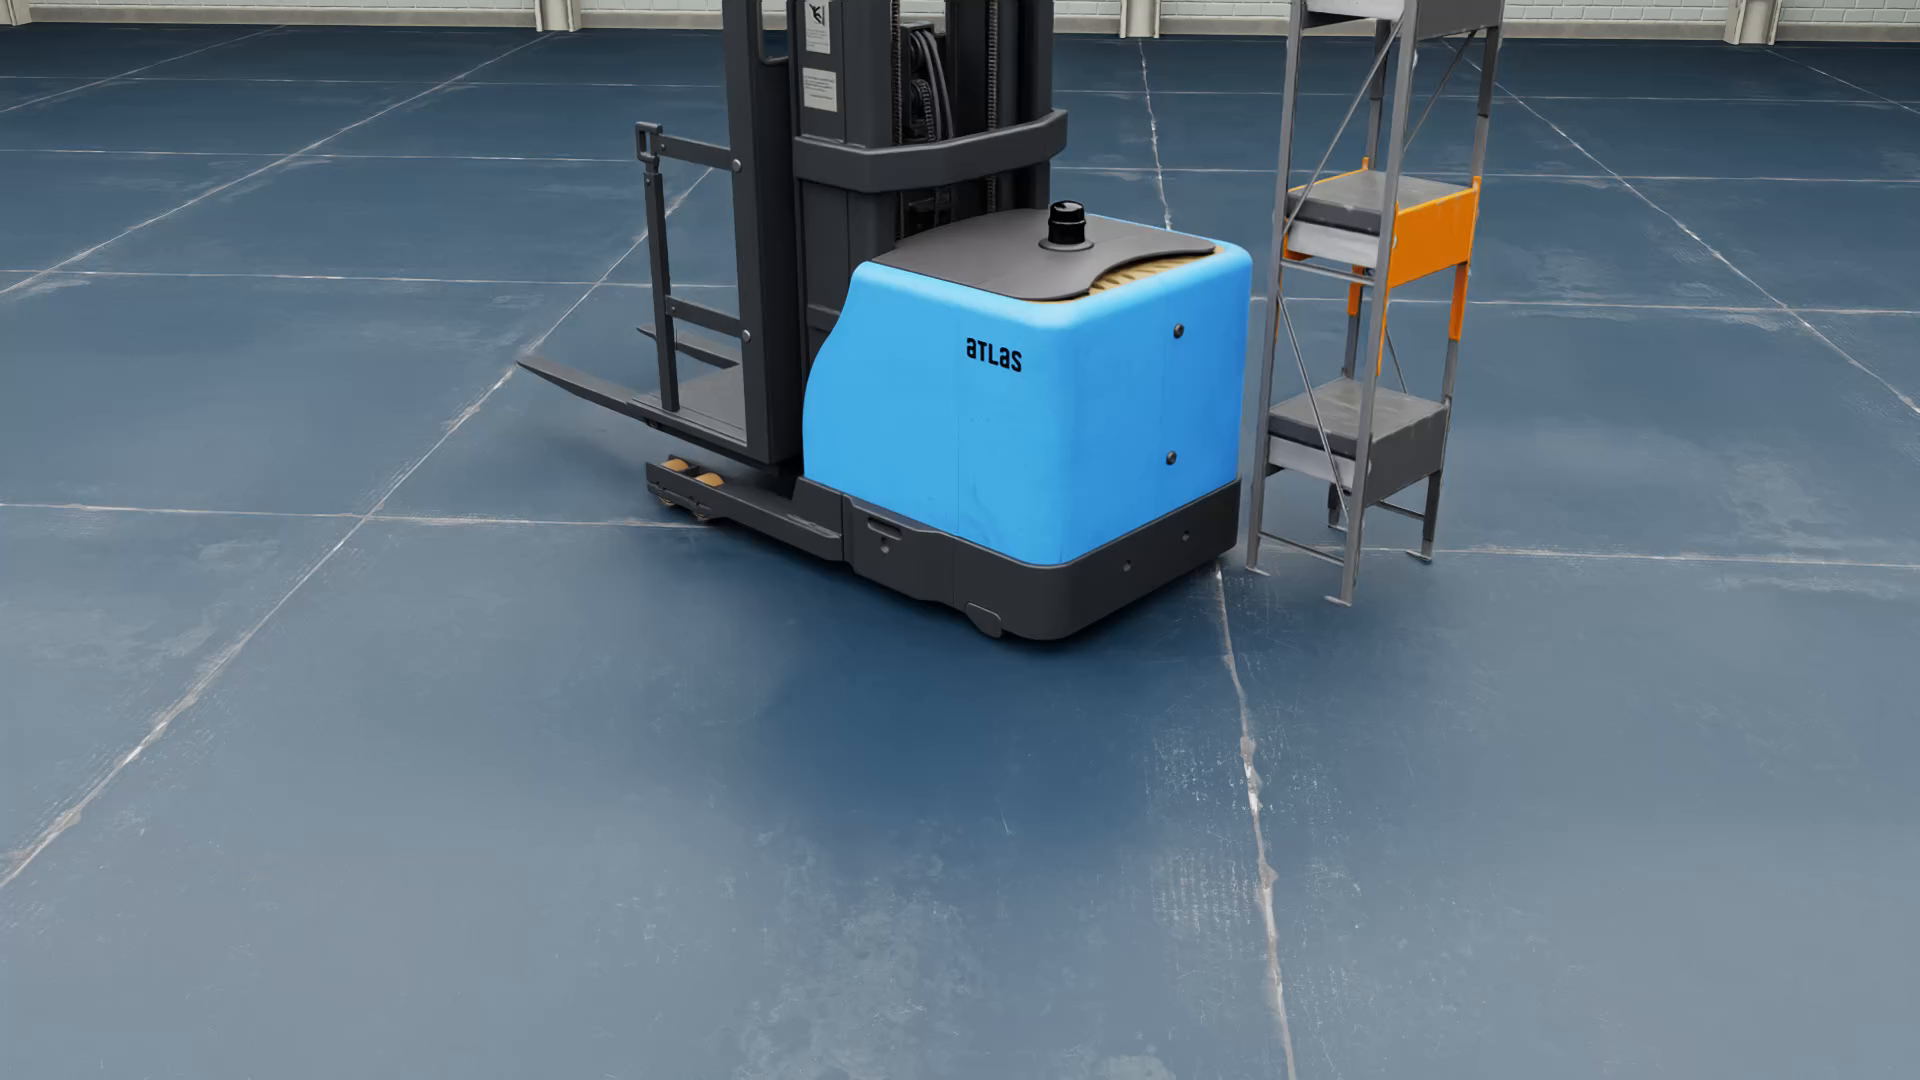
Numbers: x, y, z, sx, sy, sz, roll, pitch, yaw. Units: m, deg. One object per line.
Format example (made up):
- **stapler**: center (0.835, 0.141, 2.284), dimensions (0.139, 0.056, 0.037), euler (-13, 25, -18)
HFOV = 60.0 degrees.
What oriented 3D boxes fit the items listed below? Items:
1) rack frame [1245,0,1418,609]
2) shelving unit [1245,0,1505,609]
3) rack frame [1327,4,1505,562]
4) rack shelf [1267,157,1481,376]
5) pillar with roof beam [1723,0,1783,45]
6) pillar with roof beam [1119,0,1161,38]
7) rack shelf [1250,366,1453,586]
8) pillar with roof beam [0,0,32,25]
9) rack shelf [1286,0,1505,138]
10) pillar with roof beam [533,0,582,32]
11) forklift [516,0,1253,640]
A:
- **rack frame**: center (1.097, -0.797, 4.968), dimensions (0.400, 2.100, 0.015), euler (22, 33, 40)
- **shelving unit**: center (1.269, -0.869, 5.126), dimensions (0.431, 2.100, 0.503), euler (22, 33, 40)
- **rack frame**: center (1.440, -0.941, 5.283), dimensions (0.400, 2.100, 0.015), euler (22, 33, 40)
- **rack shelf**: center (1.269, -0.856, 5.131), dimensions (0.431, 0.518, 0.480), euler (22, 33, 40)
- **pillar with roof beam**: center (7.472, -7.222, 10.681), dimensions (0.400, 9.000, 9.100), euler (2, 25, 4)
- **pillar with roof beam**: center (1.489, -7.414, 11.098), dimensions (0.400, 9.000, 9.100), euler (2, 25, 4)
- **rack shelf**: center (1.268, -0.220, 5.424), dimensions (0.431, 0.518, 0.480), euler (22, 33, 40)
- **pillar with roof beam**: center (-10.475, -7.798, 11.932), dimensions (0.400, 9.000, 9.100), euler (2, 25, 4)
- **rack shelf**: center (1.269, -1.493, 4.839), dimensions (0.431, 0.518, 0.480), euler (22, 33, 40)
- **pillar with roof beam**: center (-4.493, -7.606, 11.515), dimensions (0.400, 9.000, 9.100), euler (2, 25, 4)
- **forklift**: center (-0.493, -1.541, 5.593), dimensions (3.031, 2.935, 1.130), euler (21, 32, 38)
